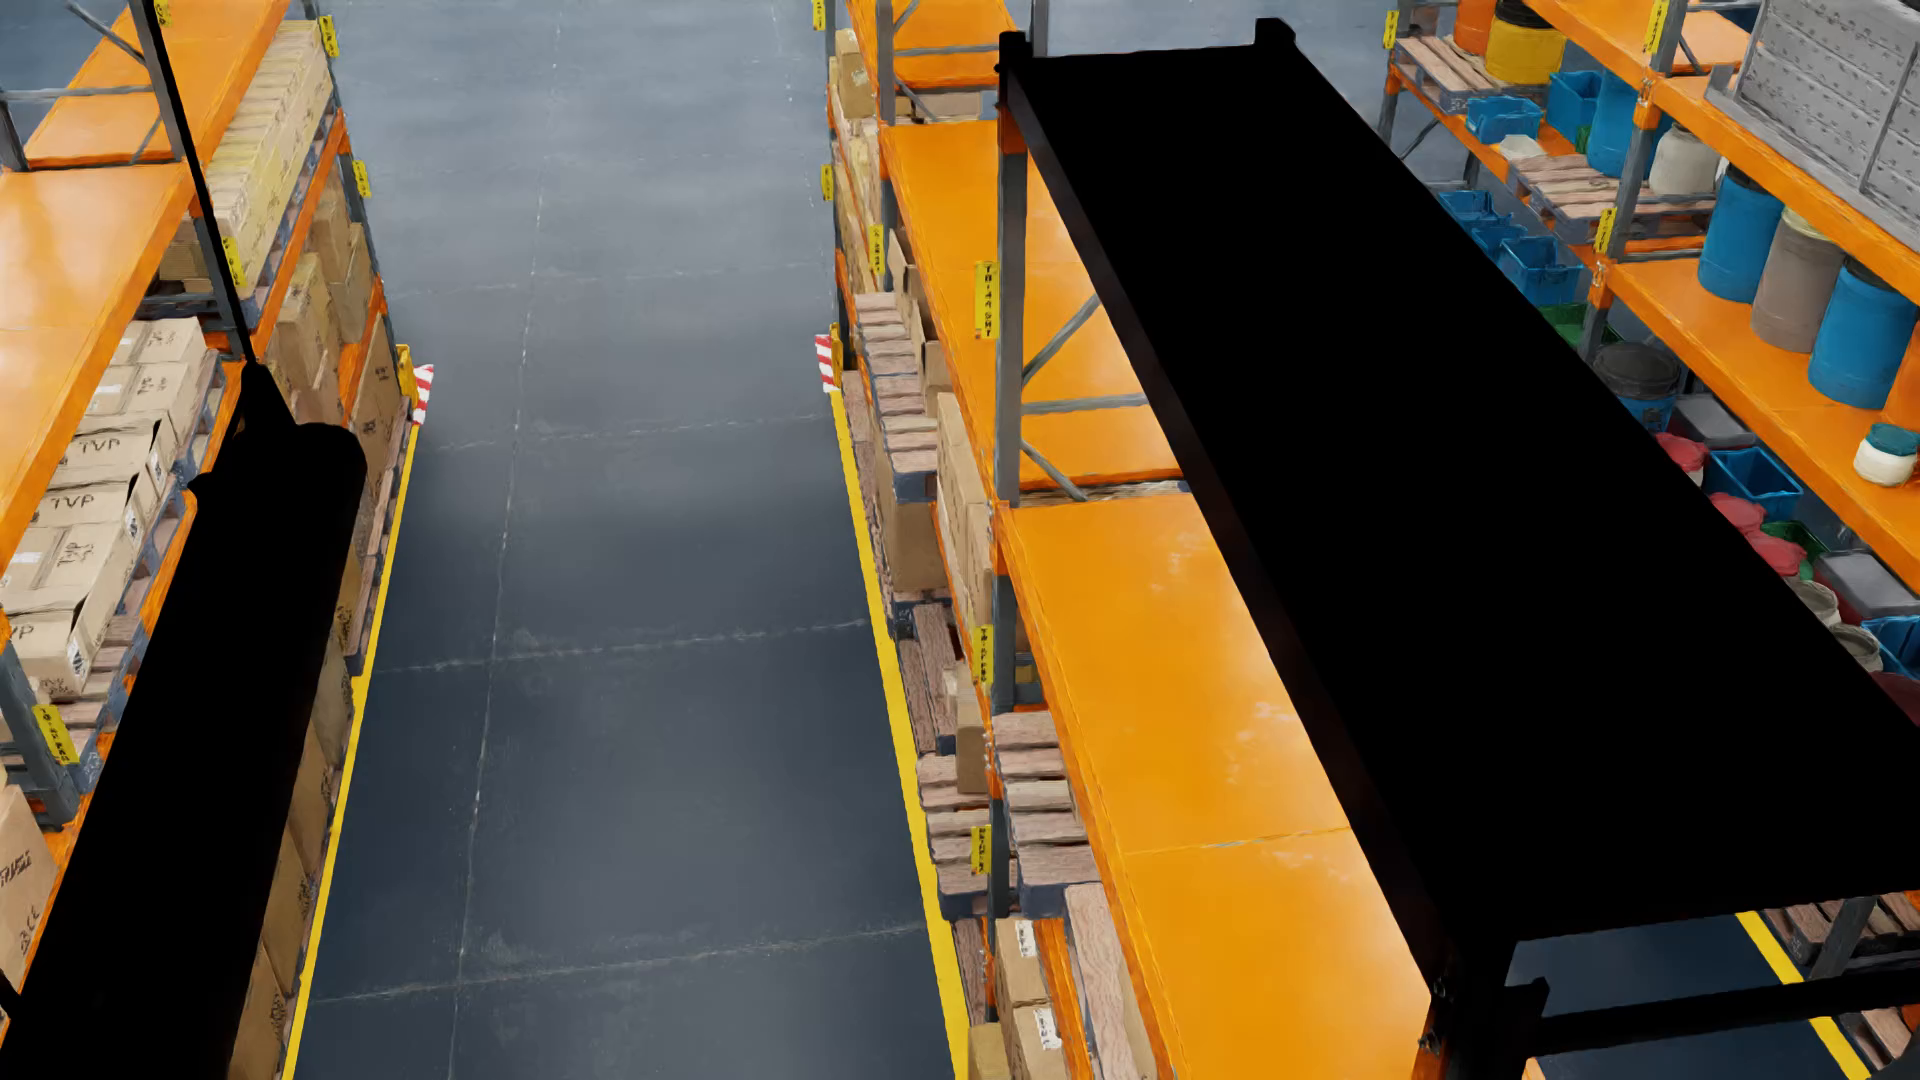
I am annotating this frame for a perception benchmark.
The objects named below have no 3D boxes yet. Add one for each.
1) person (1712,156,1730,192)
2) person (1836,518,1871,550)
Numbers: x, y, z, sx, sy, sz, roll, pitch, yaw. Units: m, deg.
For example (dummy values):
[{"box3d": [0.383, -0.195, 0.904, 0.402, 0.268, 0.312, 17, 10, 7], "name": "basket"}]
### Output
[{"box3d": [7.748, -3.849, 17.223, 0.733, 1.708, 0.873, -17, 40, -22], "name": "person"}, {"box3d": [6.723, -0.060, 12.173, 0.639, 1.632, 0.506, -7, 37, -9], "name": "person"}]
